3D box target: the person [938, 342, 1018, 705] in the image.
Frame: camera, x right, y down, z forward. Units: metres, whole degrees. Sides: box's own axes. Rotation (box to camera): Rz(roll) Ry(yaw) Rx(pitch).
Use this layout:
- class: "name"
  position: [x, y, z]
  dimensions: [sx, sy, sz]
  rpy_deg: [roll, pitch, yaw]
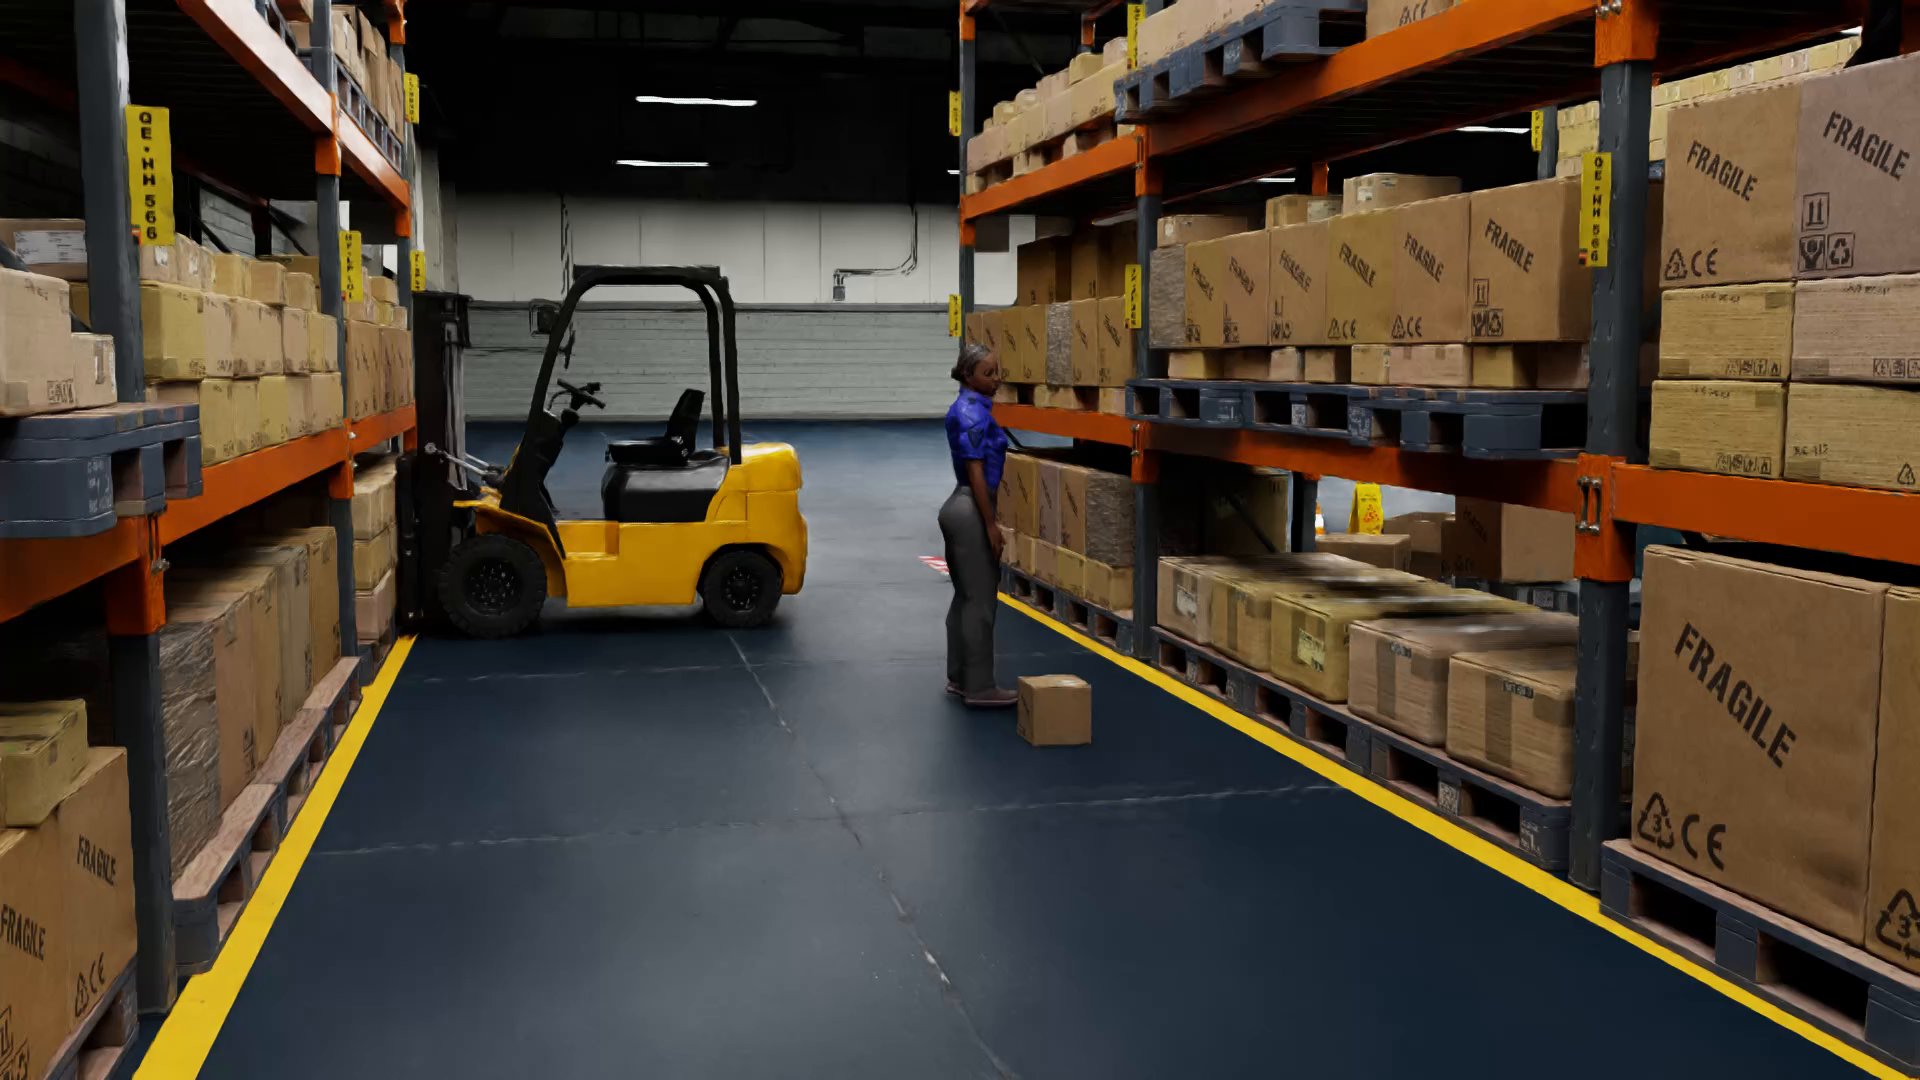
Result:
- class: "person"
  position: [0.091, -0.058, 7.690]
  dimensions: [0.375, 1.700, 0.500]
  rpy_deg: [-1, 6, -6]
